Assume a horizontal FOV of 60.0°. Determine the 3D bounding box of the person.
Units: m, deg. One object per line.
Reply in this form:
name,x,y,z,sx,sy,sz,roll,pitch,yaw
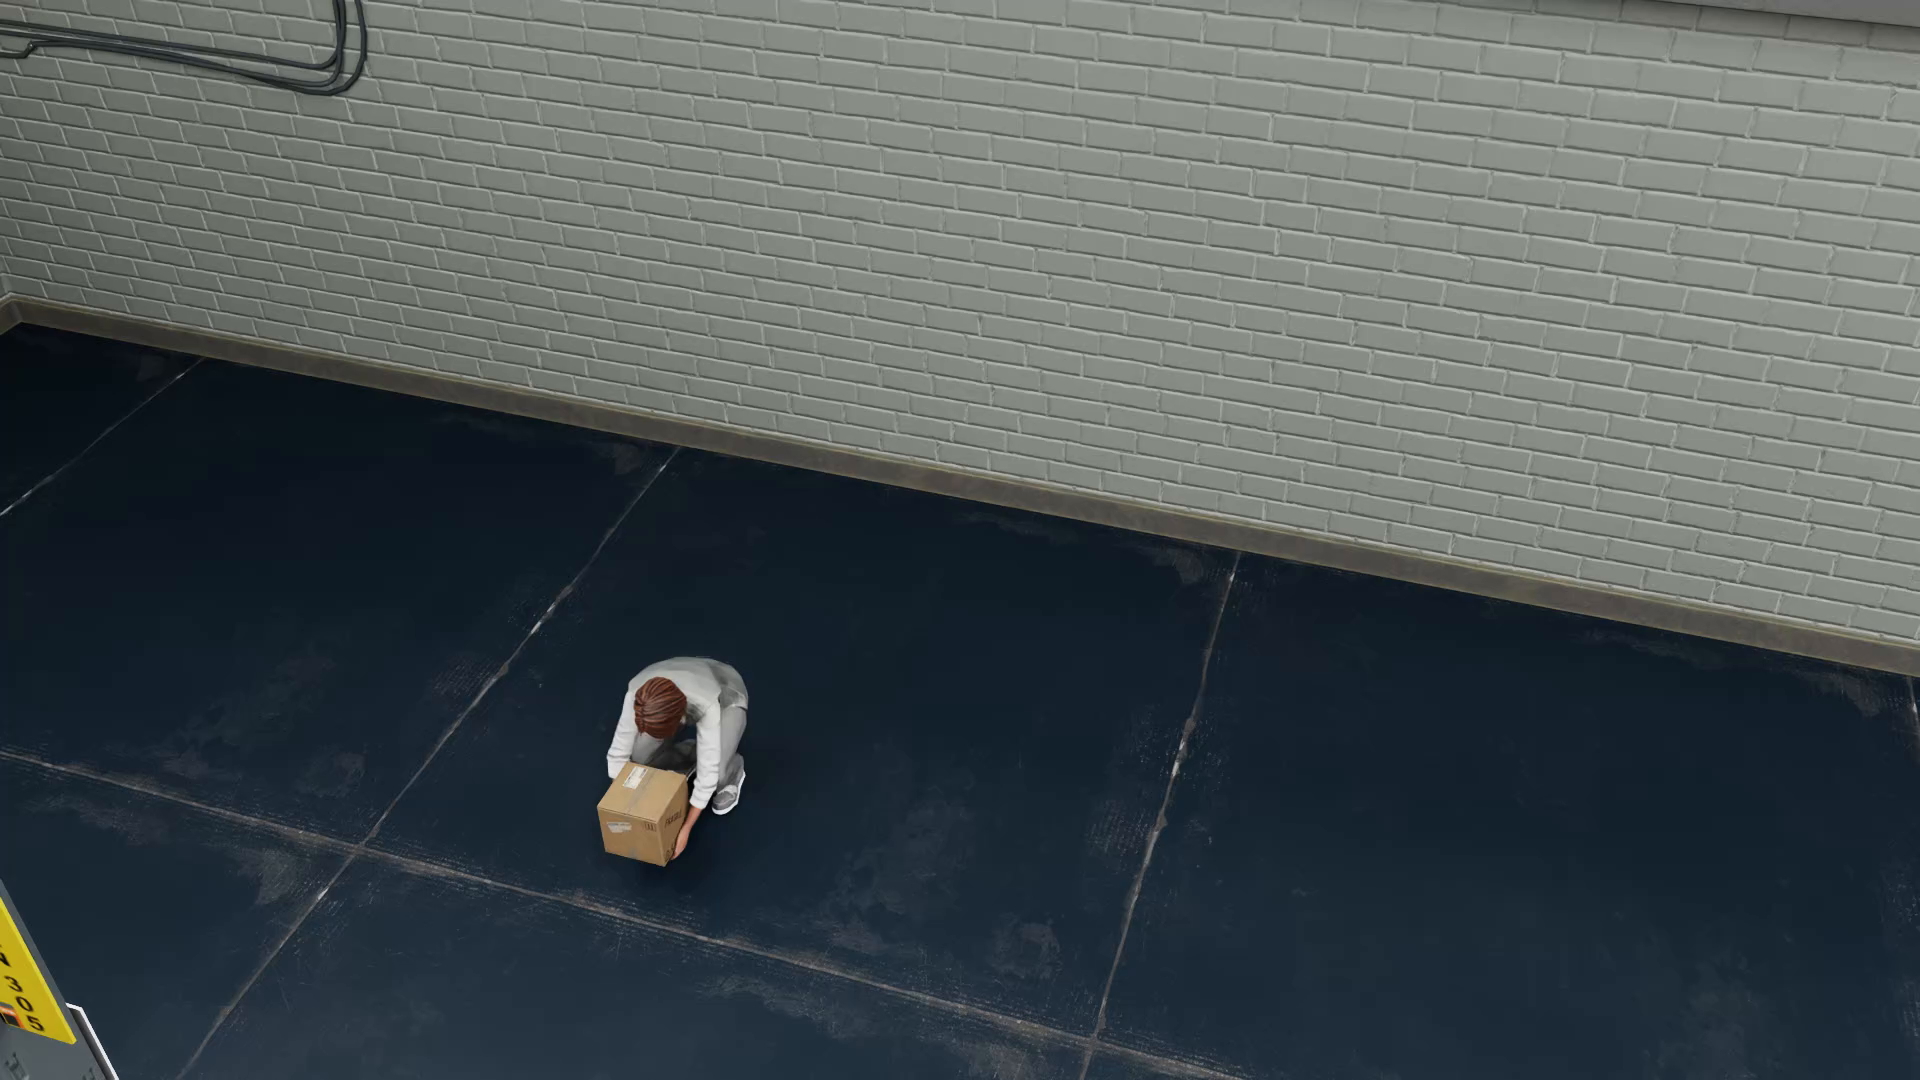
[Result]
person,-1.083,0.753,6.505,0.461,0.888,0.811,11,39,14
